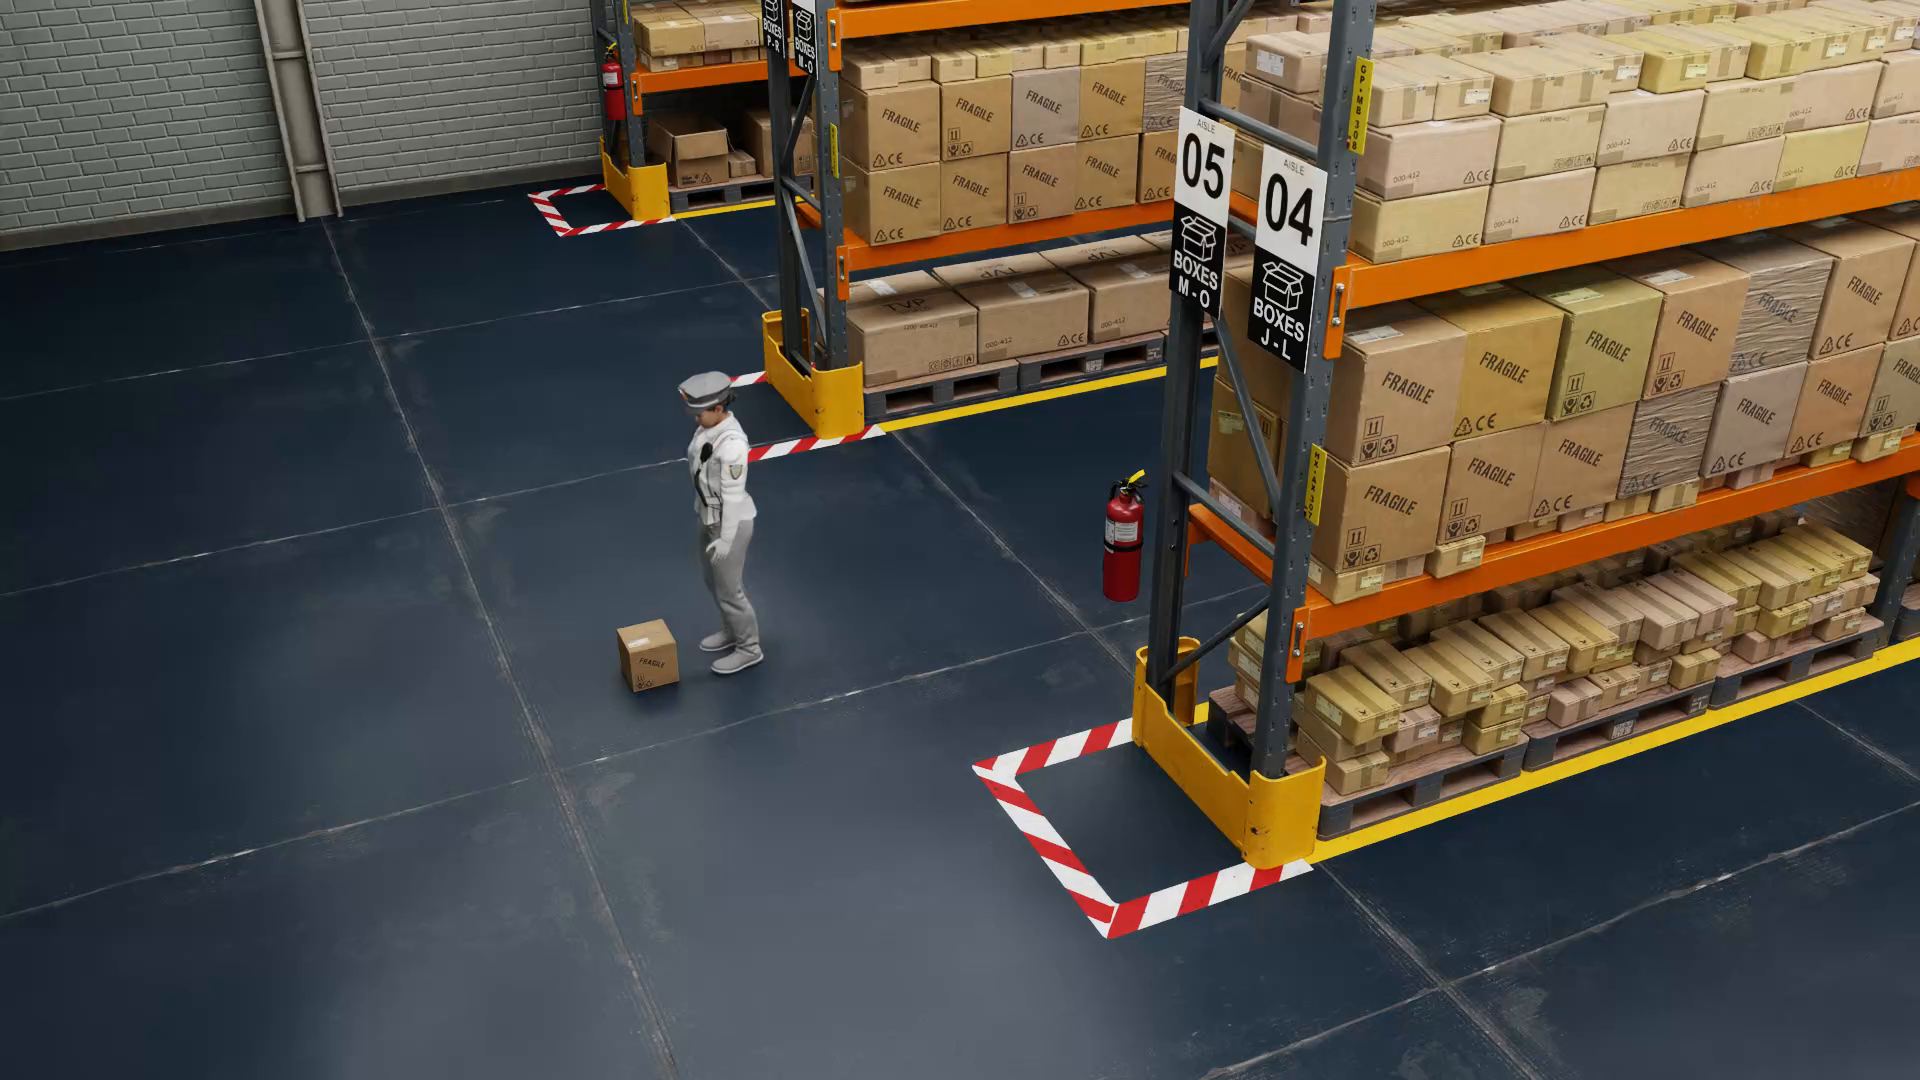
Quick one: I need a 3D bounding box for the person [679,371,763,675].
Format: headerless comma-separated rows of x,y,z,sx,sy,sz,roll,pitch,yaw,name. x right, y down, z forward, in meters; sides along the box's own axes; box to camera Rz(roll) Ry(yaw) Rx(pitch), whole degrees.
-1.220,-0.083,8.603,0.327,1.661,0.475,-13,32,-21,person
